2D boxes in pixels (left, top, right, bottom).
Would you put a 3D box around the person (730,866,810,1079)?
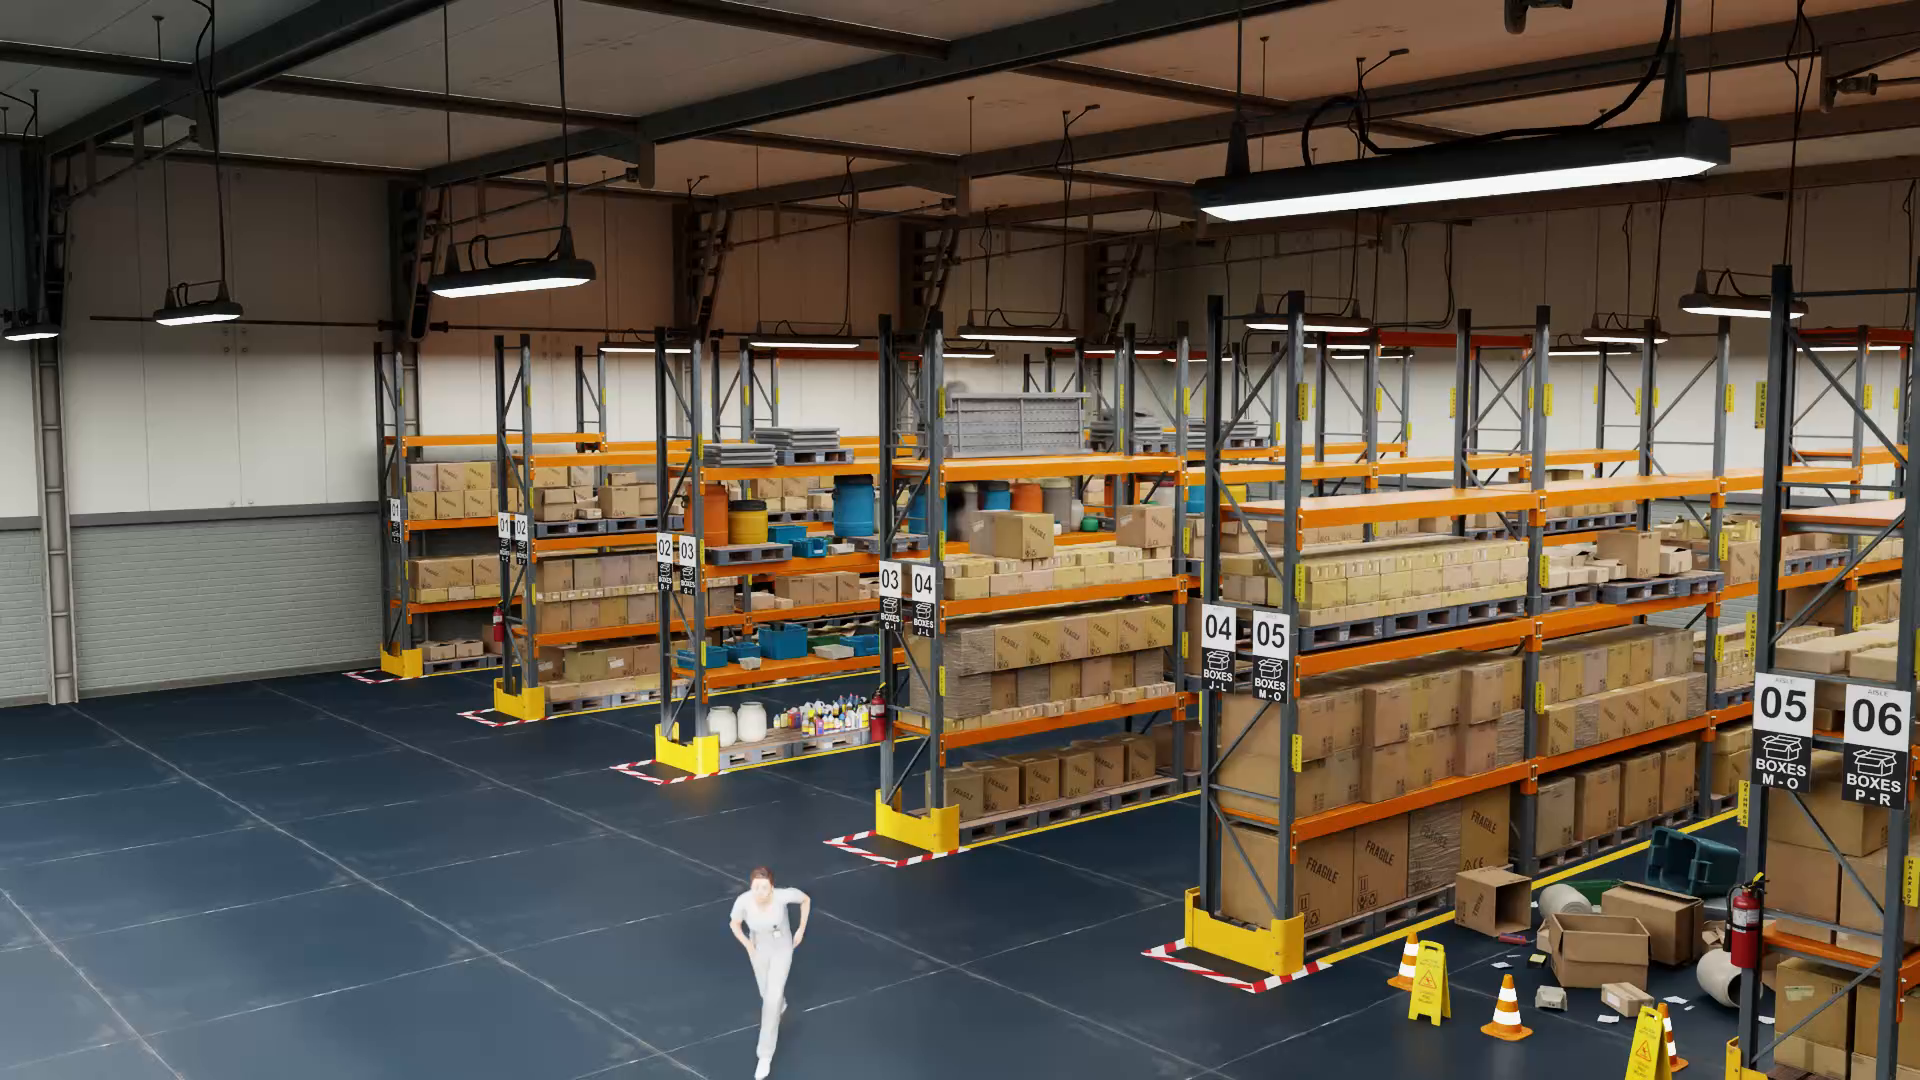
[{"bbox_3d":[-1.453,3.224,12.878,0.605,1.627,0.974,0,5,0],"label":"person"}]
